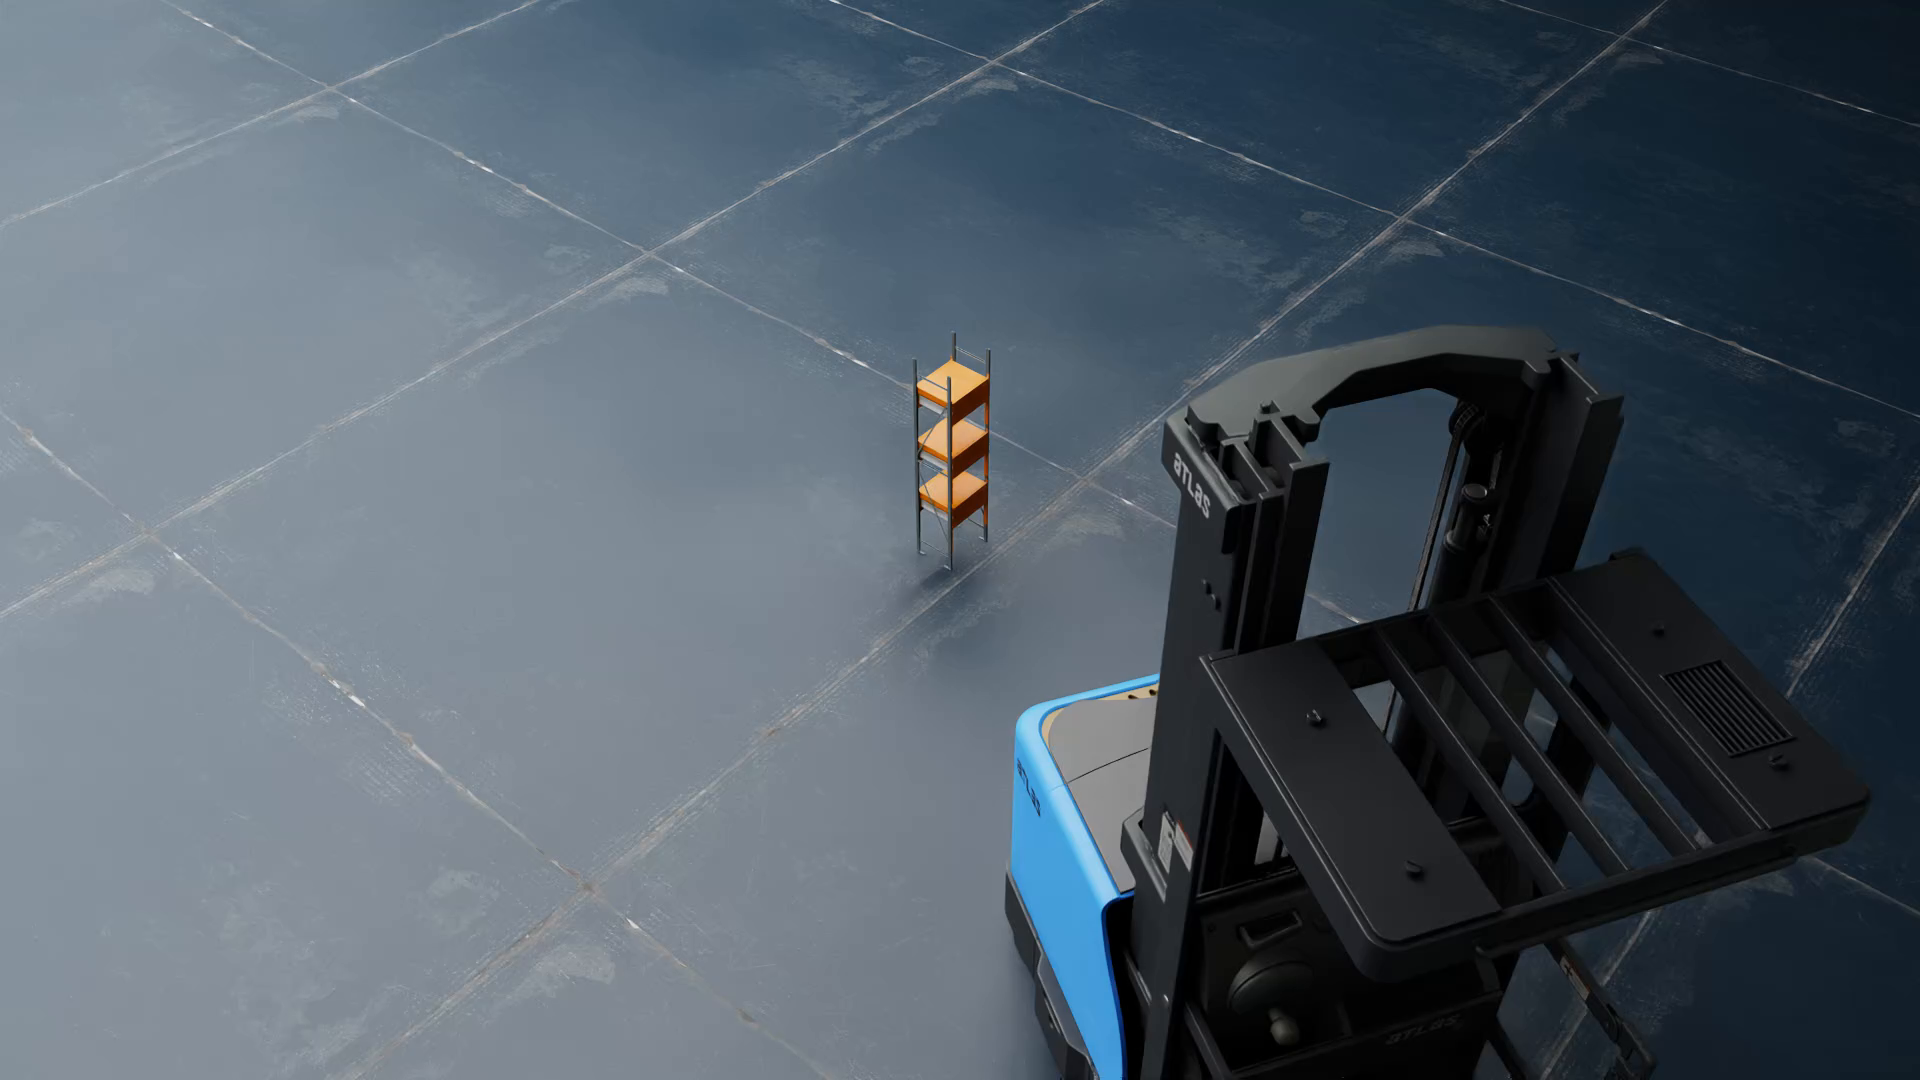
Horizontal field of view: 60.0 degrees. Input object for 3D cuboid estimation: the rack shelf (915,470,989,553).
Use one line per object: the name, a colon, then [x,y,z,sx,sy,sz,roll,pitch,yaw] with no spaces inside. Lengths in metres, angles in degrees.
rack shelf: [-0.034,-0.147,7.243,0.215,0.259,0.240,29,50,28]

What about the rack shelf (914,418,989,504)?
rack shelf: [-0.034,-0.353,7.056,0.215,0.259,0.240,29,50,28]

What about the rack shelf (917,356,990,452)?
rack shelf: [-0.034,-0.563,6.865,0.215,0.259,0.240,29,50,28]

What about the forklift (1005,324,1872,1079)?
forklift: [1.108,1.082,4.064,1.130,2.935,3.031,-13,44,-14]

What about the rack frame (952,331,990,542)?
rack frame: [0.044,-0.424,7.118,0.200,1.050,0.008,29,50,28]

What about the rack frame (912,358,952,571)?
rack frame: [-0.113,-0.298,6.980,0.200,1.050,0.008,29,50,28]

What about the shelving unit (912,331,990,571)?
shelving unit: [-0.034,-0.361,7.049,0.215,1.050,0.252,29,50,28]
